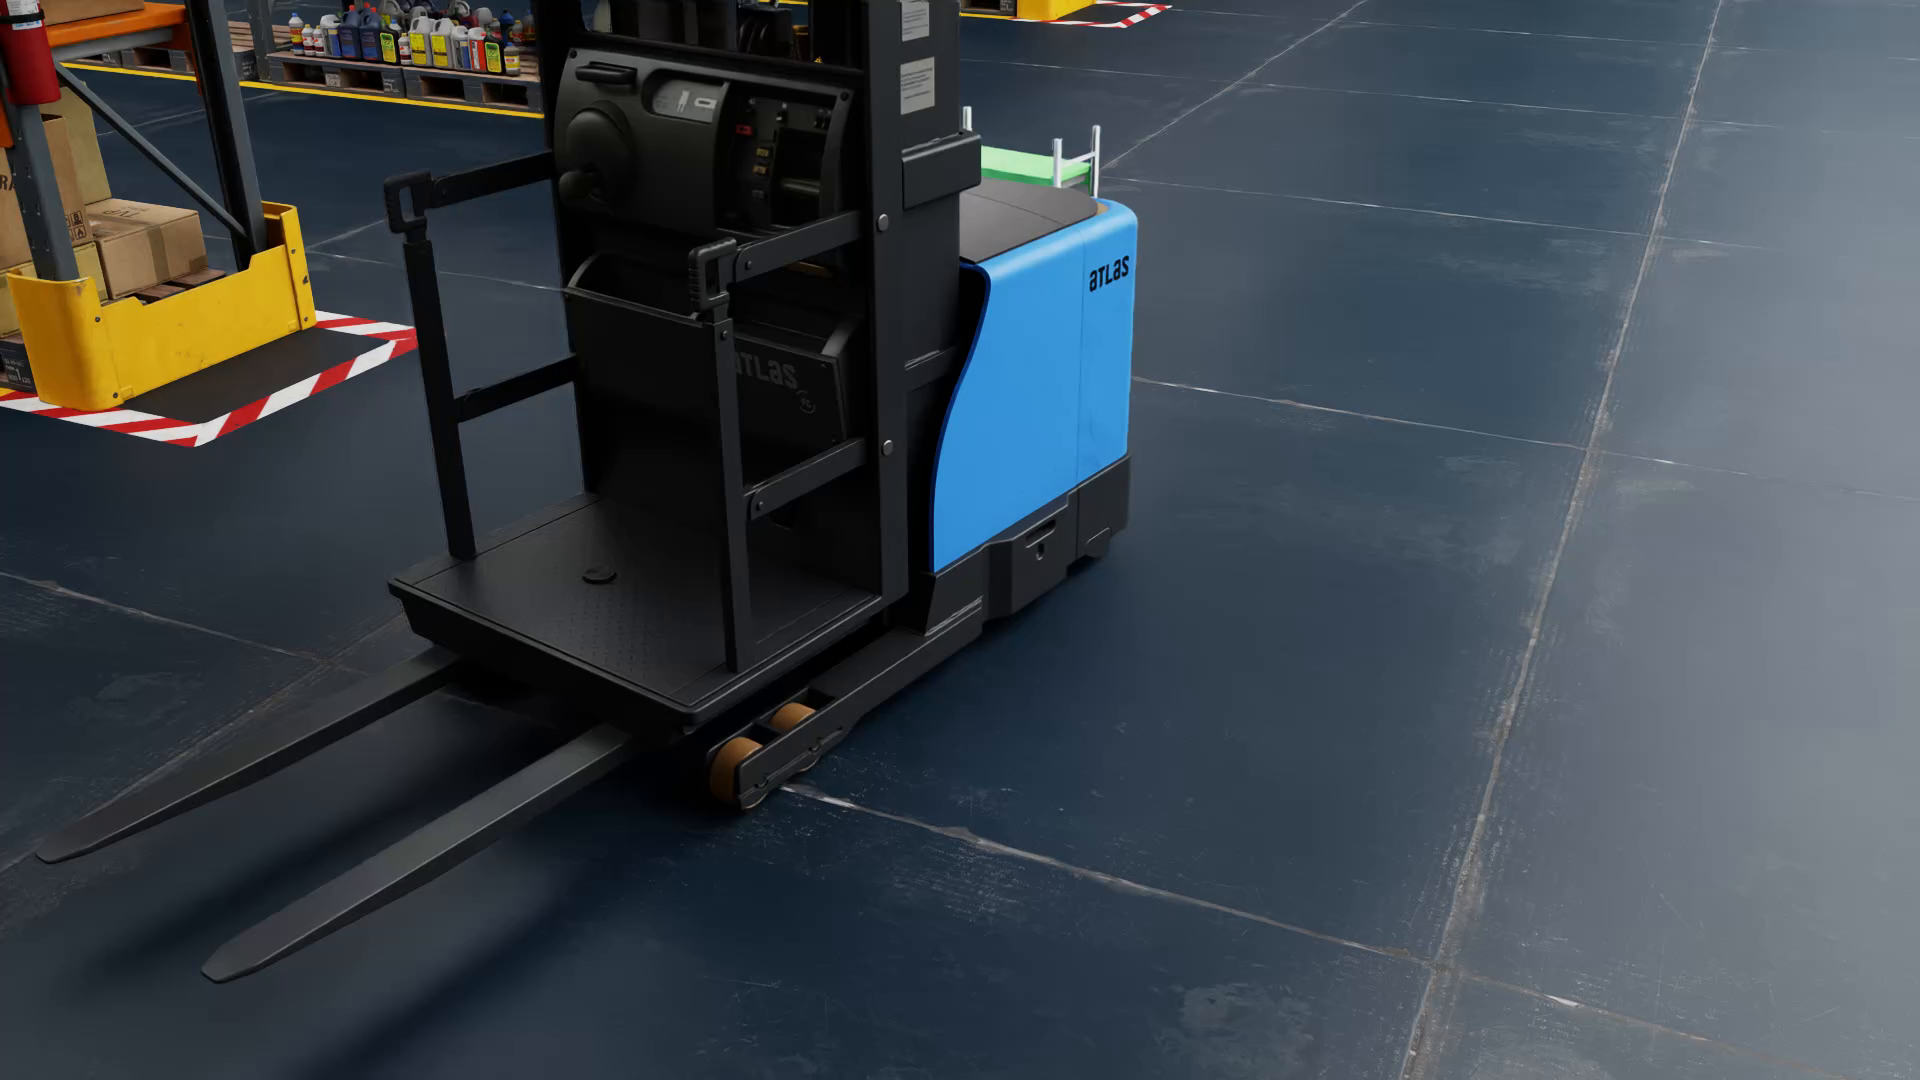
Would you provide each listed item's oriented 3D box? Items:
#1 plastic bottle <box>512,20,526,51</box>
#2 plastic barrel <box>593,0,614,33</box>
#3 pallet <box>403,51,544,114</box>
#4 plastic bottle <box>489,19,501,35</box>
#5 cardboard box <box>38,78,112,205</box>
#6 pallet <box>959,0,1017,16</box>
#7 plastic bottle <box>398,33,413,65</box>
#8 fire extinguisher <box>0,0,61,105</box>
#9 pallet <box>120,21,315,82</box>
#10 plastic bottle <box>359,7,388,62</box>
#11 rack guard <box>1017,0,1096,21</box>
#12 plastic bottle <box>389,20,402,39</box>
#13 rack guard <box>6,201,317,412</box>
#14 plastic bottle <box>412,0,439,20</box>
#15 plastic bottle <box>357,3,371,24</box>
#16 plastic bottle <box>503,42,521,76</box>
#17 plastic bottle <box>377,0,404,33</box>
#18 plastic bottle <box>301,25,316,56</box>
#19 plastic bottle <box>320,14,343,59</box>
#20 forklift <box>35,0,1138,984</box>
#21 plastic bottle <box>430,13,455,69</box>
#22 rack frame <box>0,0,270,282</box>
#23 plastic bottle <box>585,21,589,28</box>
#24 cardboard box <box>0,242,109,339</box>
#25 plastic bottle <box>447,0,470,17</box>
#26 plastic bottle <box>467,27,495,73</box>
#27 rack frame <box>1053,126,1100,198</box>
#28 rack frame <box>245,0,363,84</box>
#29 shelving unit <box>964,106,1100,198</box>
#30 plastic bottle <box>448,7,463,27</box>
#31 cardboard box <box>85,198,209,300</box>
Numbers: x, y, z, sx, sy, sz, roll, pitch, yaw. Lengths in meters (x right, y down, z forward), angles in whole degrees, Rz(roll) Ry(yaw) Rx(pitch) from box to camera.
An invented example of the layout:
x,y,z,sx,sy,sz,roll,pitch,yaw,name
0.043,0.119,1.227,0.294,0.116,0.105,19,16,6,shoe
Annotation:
x,y,z,sx,sy,sz,roll,pitch,yaw,name
-3.121,-3.576,11.787,0.097,0.201,0.097,0,26,0,plastic bottle
-2.194,-3.331,10.962,0.421,0.512,0.421,0,26,0,plastic barrel
-3.039,-3.196,11.503,1.213,0.211,1.003,11,28,22,pallet
-3.308,-3.613,11.863,0.097,0.201,0.097,0,26,0,plastic bottle
-4.012,-1.656,7.007,0.500,0.500,0.500,11,28,22,cardboard box
0.150,-4.995,15.156,1.213,0.211,1.003,11,28,22,pallet
-3.765,-3.341,11.310,0.097,0.201,0.097,0,26,0,plastic bottle
-3.245,-1.844,5.686,0.183,0.674,0.296,11,28,22,fire extinguisher
-5.479,-3.686,12.498,1.213,0.211,1.003,11,28,22,pallet
-4.013,-3.469,11.401,0.185,0.351,0.144,10,28,20,plastic bottle
0.874,-4.962,14.762,0.348,0.500,1.175,11,28,22,rack guard
-3.864,-3.422,11.395,0.097,0.271,0.097,0,26,0,plastic bottle
-3.139,-0.961,6.636,0.348,0.500,1.175,11,28,22,rack guard
-3.868,-3.781,12.035,0.185,0.351,0.144,10,28,19,plastic bottle
-4.125,-3.562,11.589,0.185,0.351,0.144,11,28,22,plastic bottle
-2.960,-3.179,10.982,0.097,0.201,0.097,0,26,0,plastic bottle
-4.102,-3.758,11.988,0.185,0.351,0.144,11,28,22,plastic bottle
-4.547,-3.498,11.629,0.097,0.201,0.097,0,26,0,plastic bottle
-4.334,-3.502,11.552,0.135,0.276,0.152,12,29,24,plastic bottle
-0.749,-0.921,3.802,1.130,2.935,3.031,18,31,32,forklift
-3.457,-3.357,11.174,0.185,0.351,0.144,13,29,24,plastic bottle
-3.160,-2.087,6.093,0.127,3.000,1.000,11,28,22,rack frame
-2.628,-3.508,11.570,0.097,0.271,0.097,0,26,0,plastic bottle
-3.771,-1.021,6.565,0.500,0.250,0.500,11,28,22,cardboard box
-3.574,-3.722,11.915,0.185,0.351,0.144,11,28,21,plastic bottle
-3.178,-3.270,11.081,0.135,0.276,0.152,12,28,22,plastic bottle
0.356,-0.696,5.305,0.015,1.200,0.240,18,31,32,rack frame
-4.748,-4.809,11.622,0.127,3.000,1.000,11,28,22,rack frame
0.158,-0.759,5.433,0.503,1.200,0.258,18,31,32,shelving unit
-3.593,-3.646,11.837,0.133,0.283,0.061,11,28,22,plastic bottle
-3.556,-1.229,6.988,0.500,0.250,0.500,11,28,22,cardboard box
